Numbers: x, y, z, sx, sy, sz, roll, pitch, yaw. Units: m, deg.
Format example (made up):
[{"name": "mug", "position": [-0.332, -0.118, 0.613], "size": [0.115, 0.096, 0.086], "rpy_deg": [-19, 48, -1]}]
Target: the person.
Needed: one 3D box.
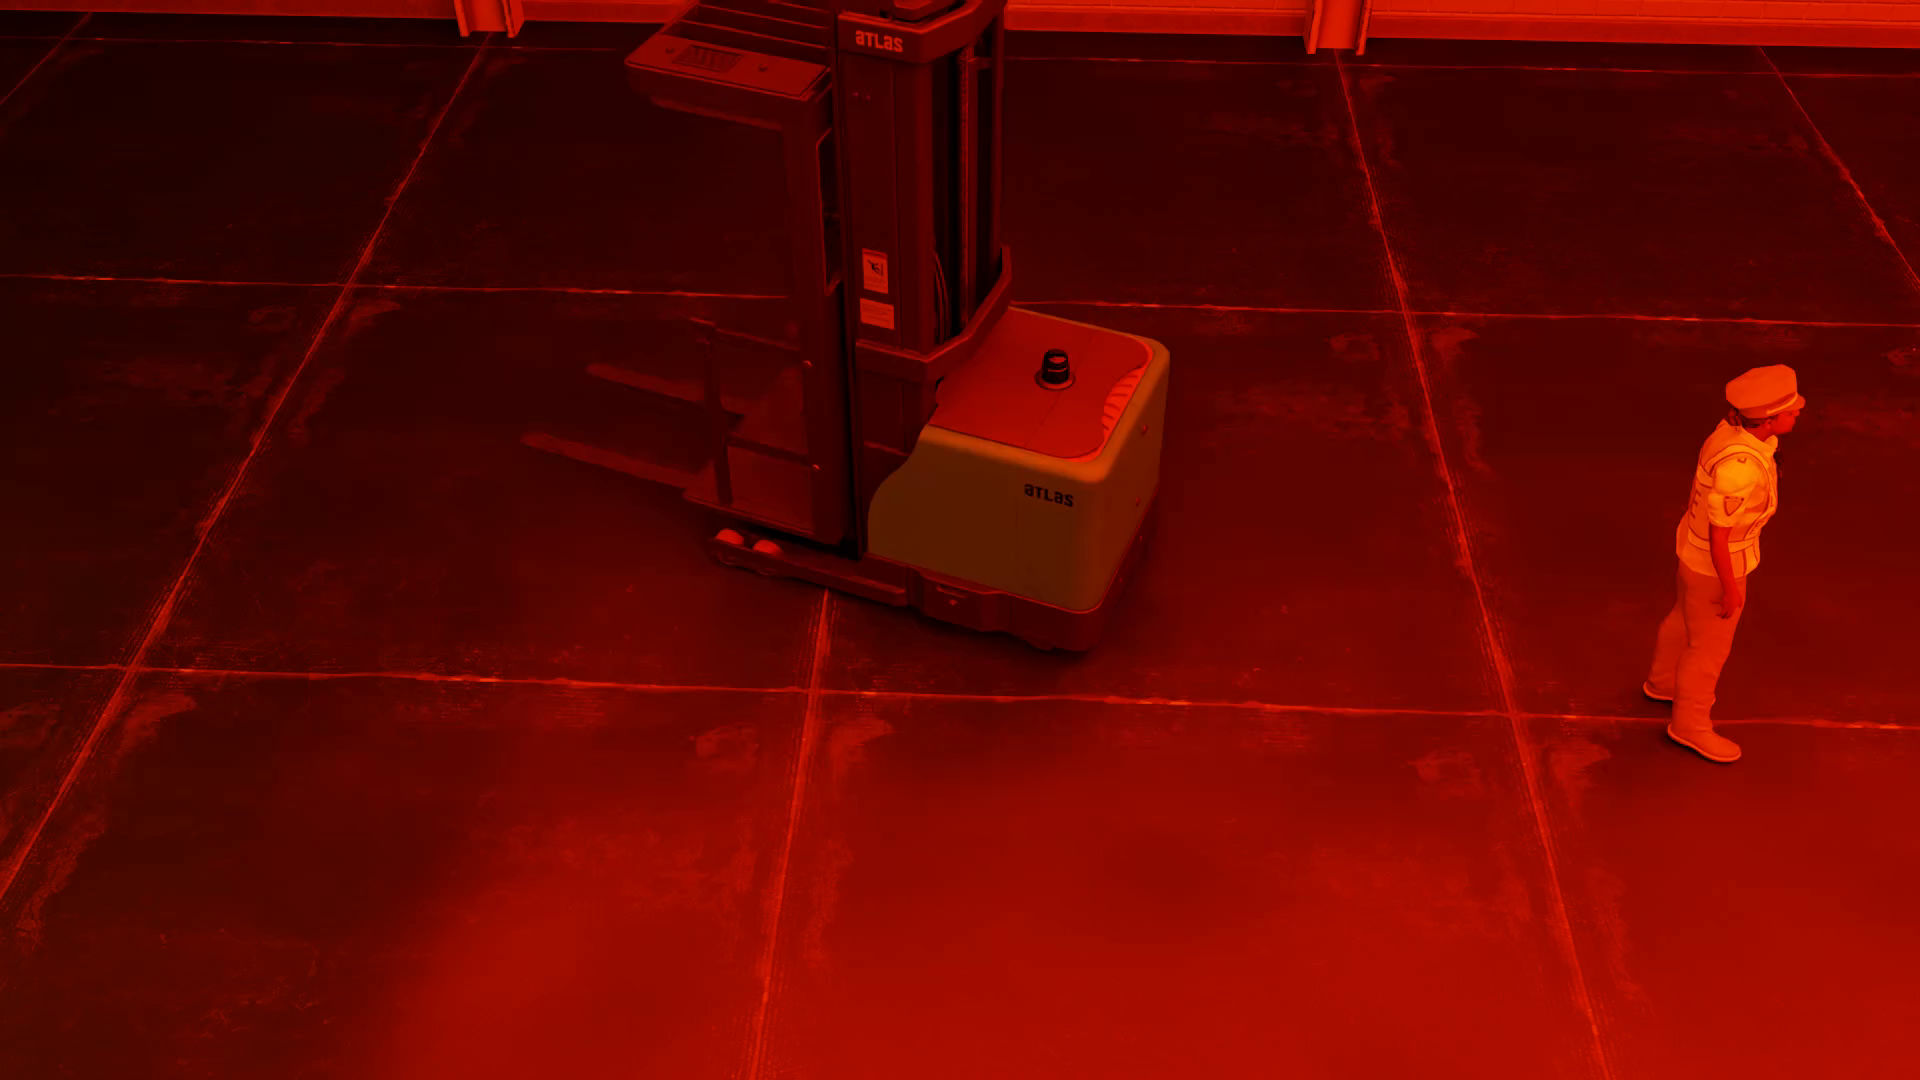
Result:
[{"name": "person", "position": [3.068, 0.075, 6.566], "size": [0.530, 1.695, 0.570], "rpy_deg": [14, 44, 15]}]

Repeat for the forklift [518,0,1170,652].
[{"name": "forklift", "position": [-0.634, -1.231, 7.091], "size": [3.031, 2.935, 1.130], "rpy_deg": [15, 45, 16]}]
